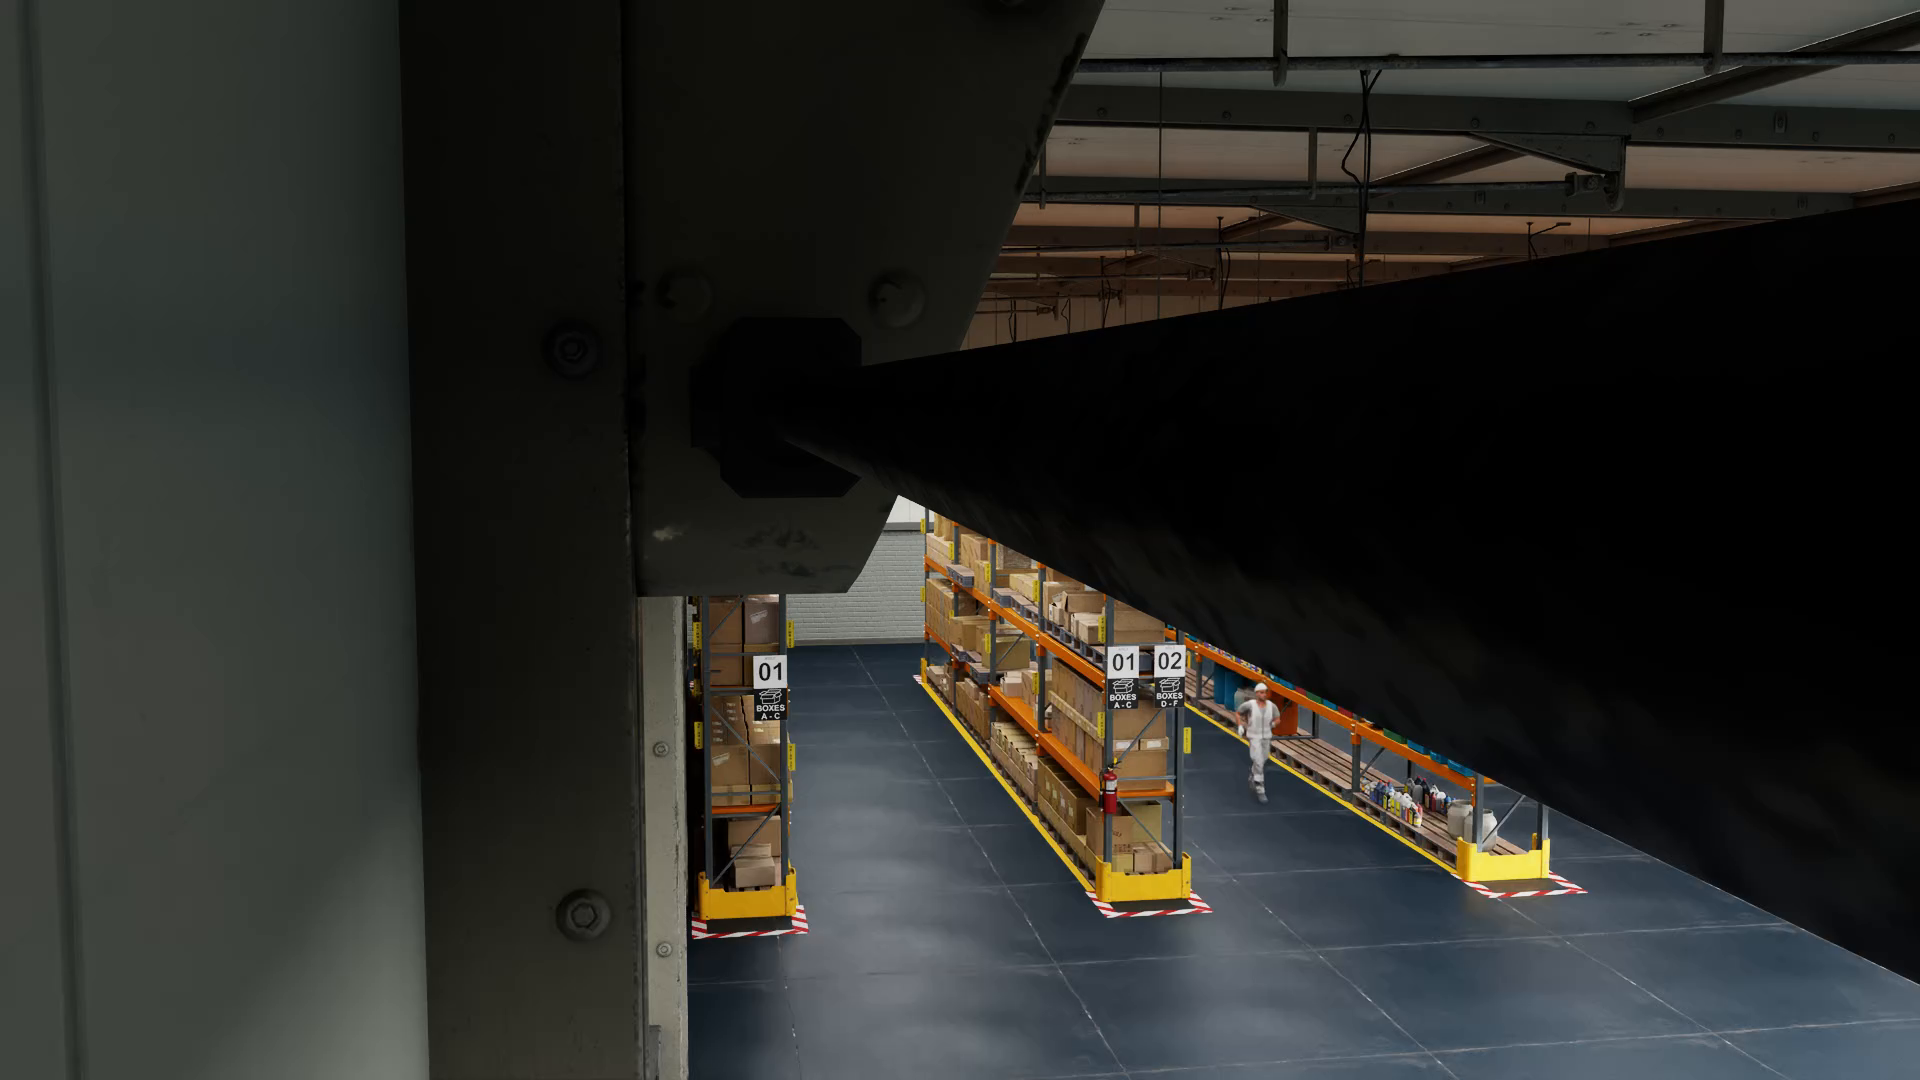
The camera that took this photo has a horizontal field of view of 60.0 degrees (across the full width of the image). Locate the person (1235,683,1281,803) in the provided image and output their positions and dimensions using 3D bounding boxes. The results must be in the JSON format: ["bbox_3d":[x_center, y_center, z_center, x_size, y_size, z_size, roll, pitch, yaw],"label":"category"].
[{"bbox_3d":[4.687,3.123,26.003,0.677,1.800,0.901,-1,5,-15],"label":"person"}]
